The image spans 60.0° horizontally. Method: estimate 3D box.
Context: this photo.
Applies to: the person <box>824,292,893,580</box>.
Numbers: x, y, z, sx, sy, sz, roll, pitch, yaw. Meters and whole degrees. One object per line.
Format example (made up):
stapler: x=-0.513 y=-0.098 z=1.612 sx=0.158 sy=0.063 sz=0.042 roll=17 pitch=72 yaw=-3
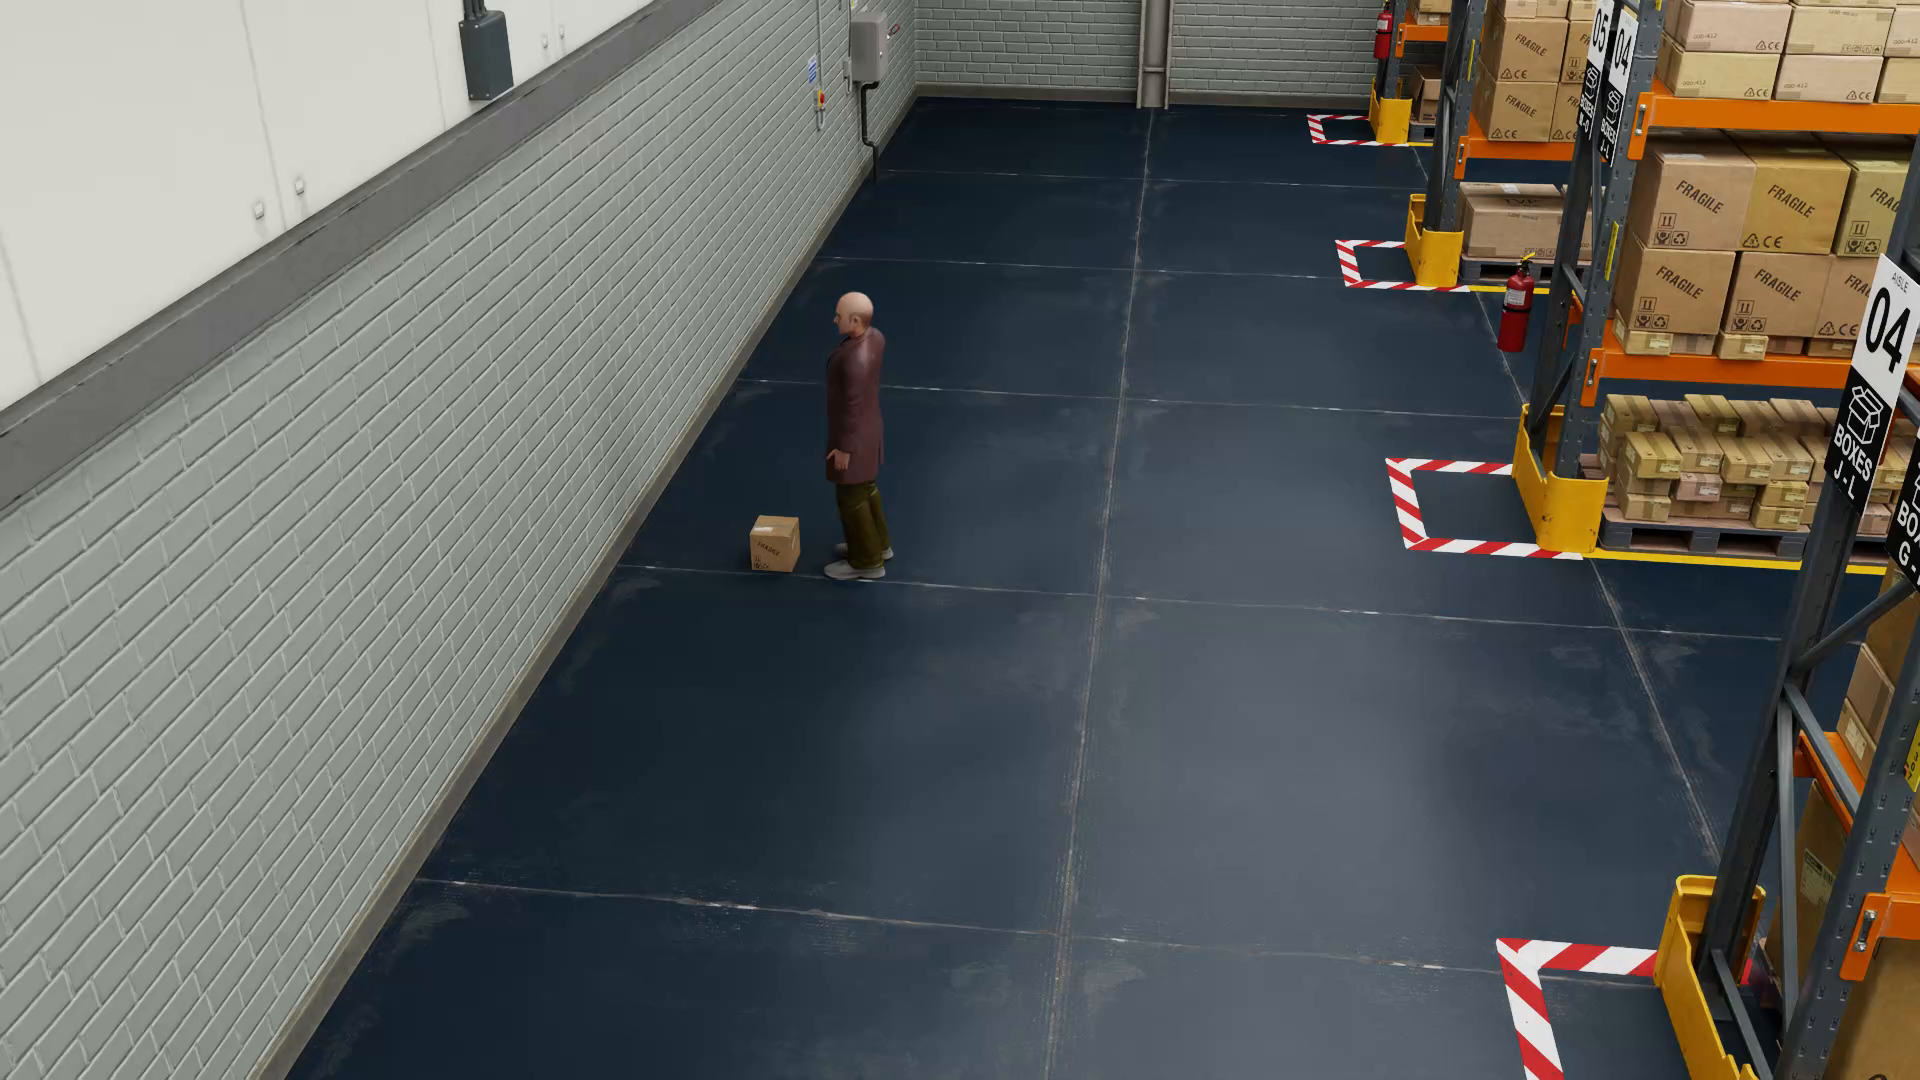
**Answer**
person: x=-0.625 y=-0.610 z=9.791 sx=0.377 sy=1.779 sz=0.561 roll=4 pitch=28 yaw=7
